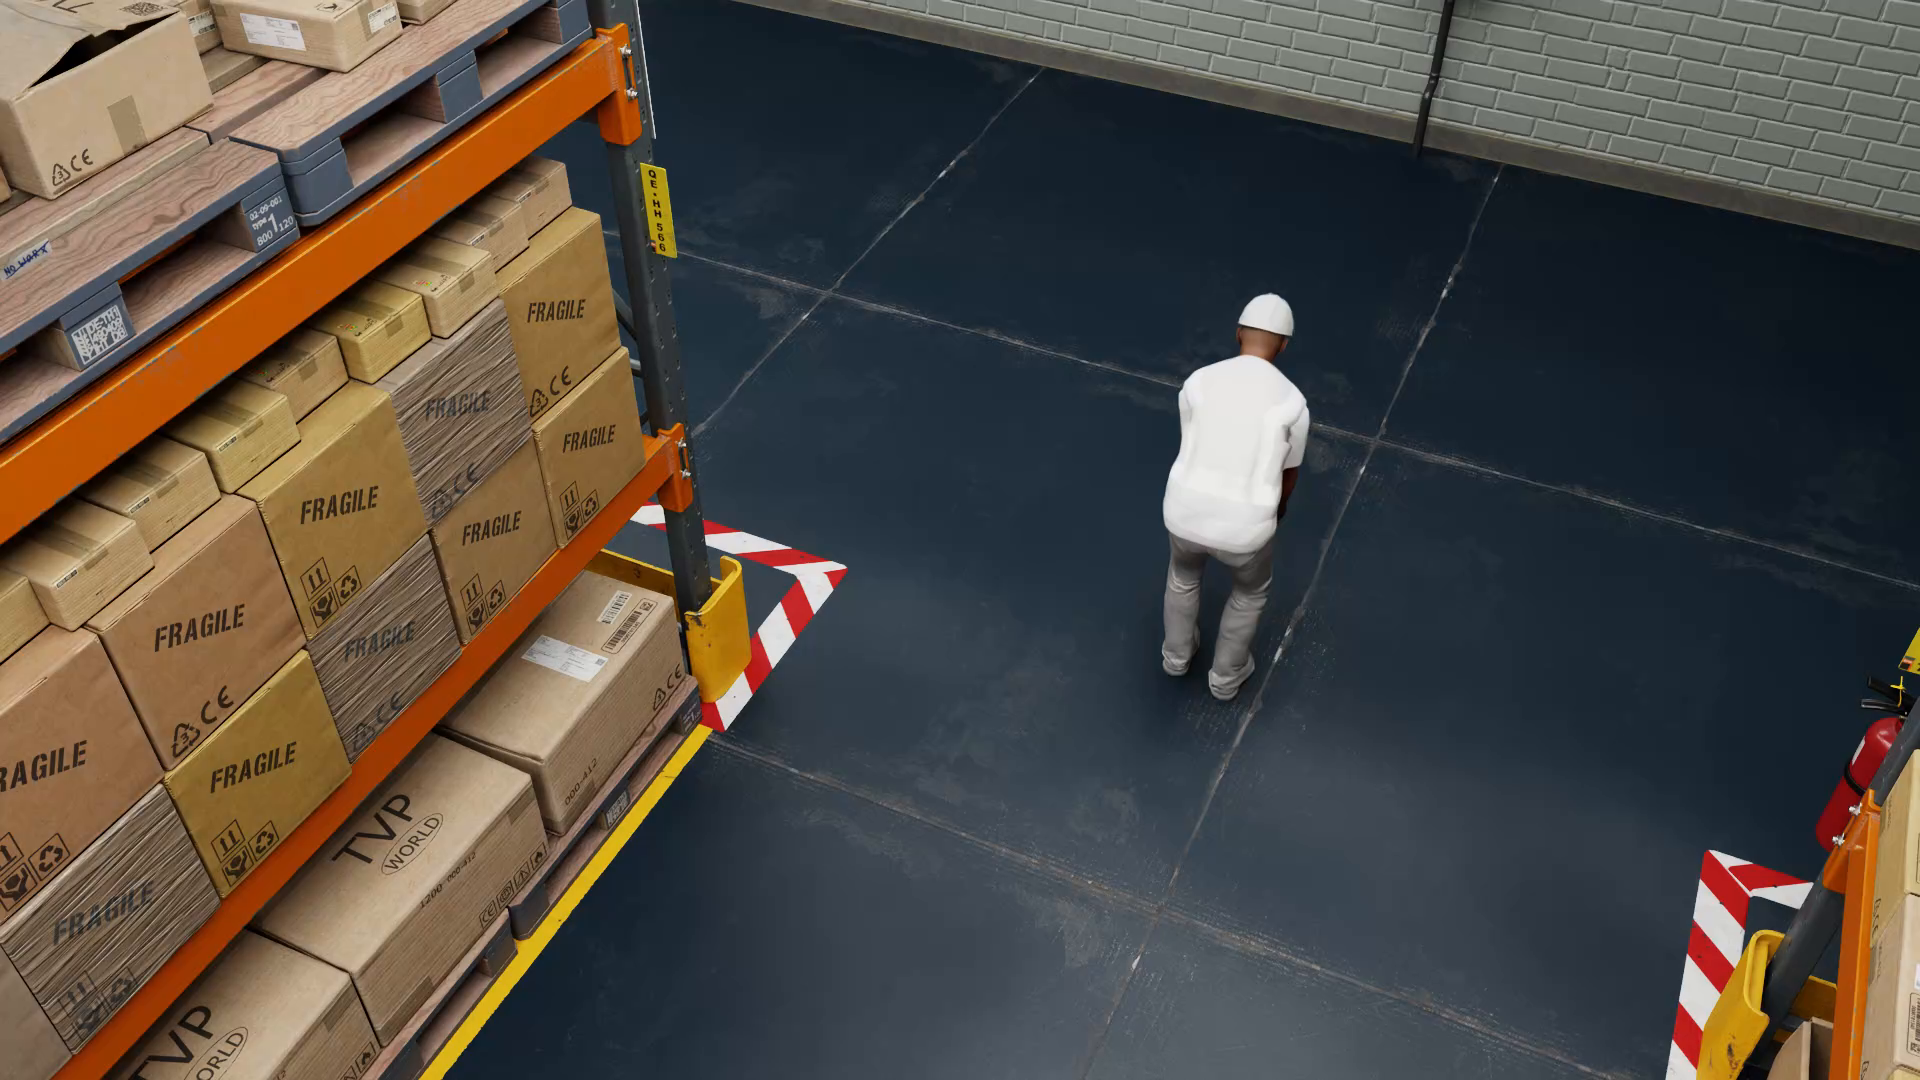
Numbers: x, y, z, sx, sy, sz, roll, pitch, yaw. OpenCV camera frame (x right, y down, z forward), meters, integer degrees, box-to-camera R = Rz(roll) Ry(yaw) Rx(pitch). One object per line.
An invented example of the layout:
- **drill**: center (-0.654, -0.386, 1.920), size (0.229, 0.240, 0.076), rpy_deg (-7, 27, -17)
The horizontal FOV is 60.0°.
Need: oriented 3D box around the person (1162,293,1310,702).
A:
- **person**: center (1.043, -0.151, 6.443), size (0.489, 1.588, 0.763), rpy_deg (16, 44, 18)
